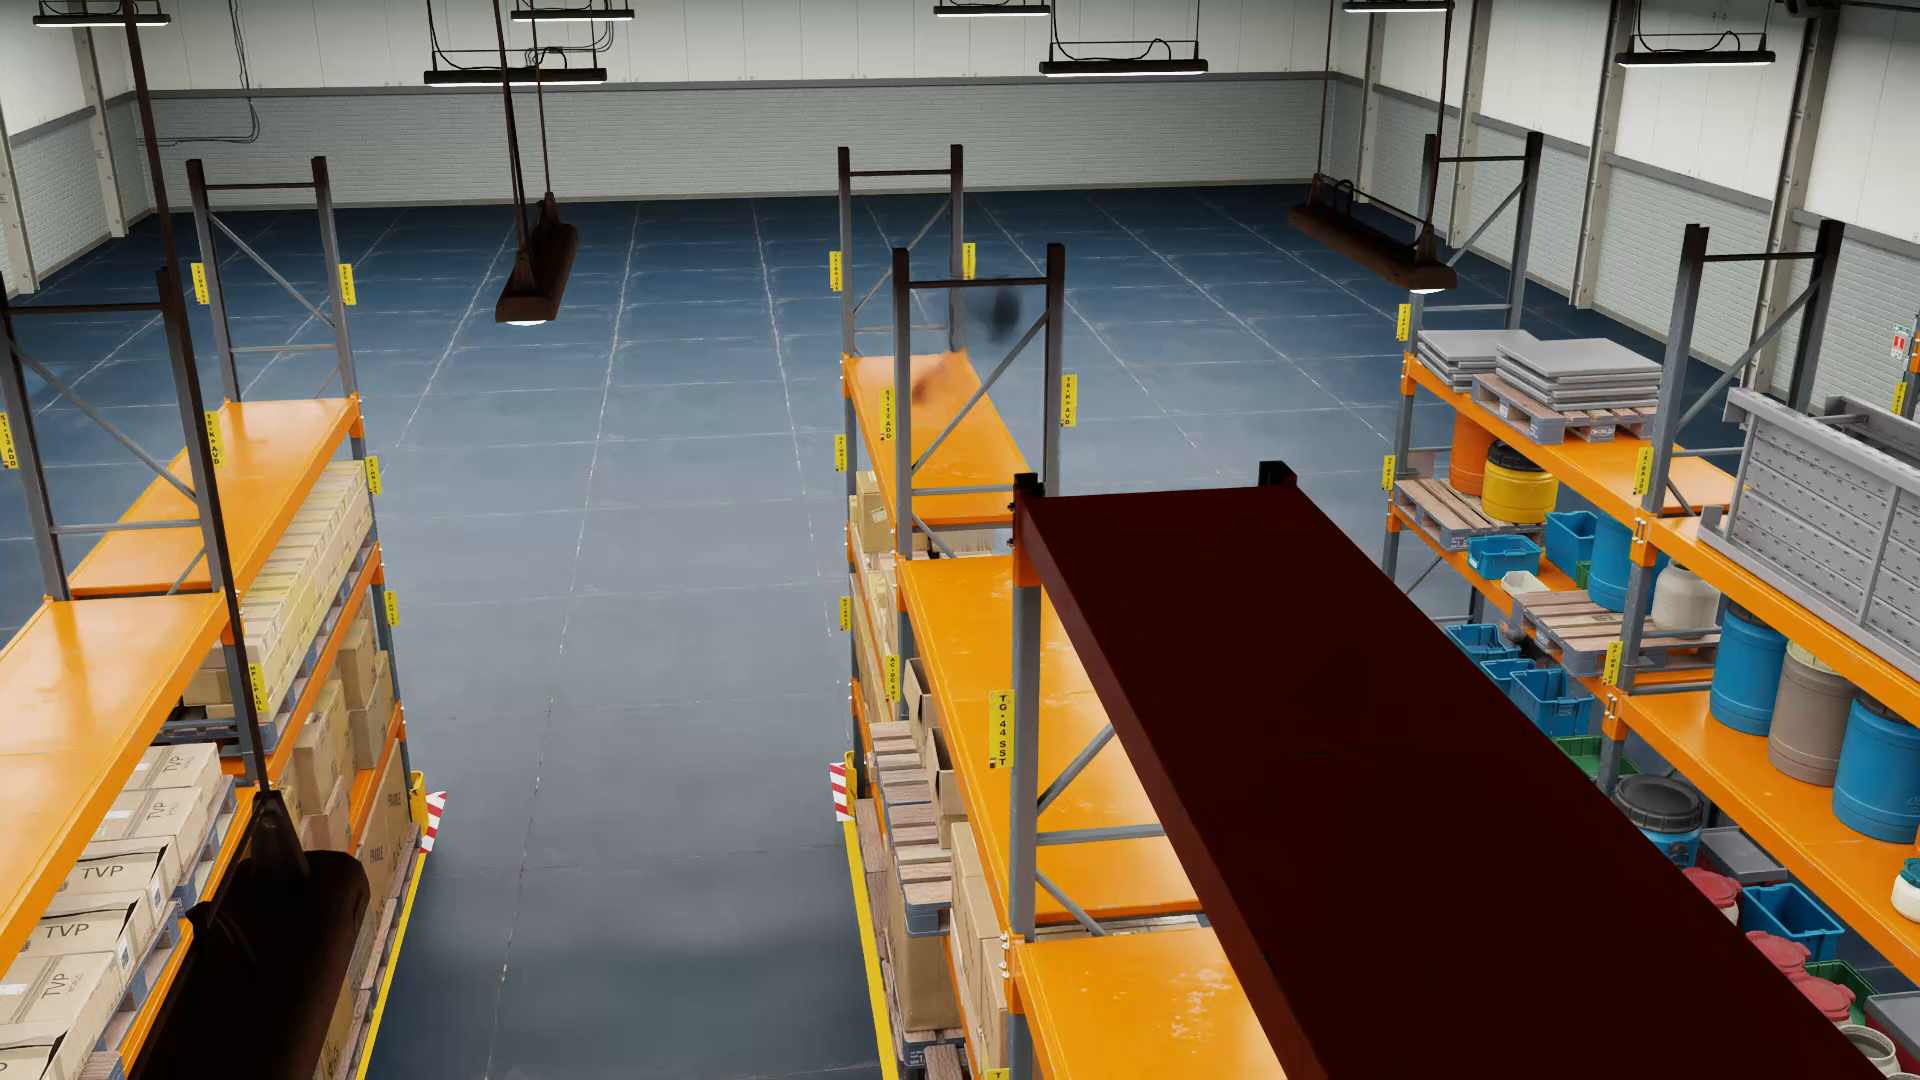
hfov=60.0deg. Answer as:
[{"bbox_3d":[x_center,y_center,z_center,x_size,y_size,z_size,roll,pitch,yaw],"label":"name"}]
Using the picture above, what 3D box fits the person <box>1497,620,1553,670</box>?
[{"bbox_3d":[5.629,1.186,16.355,0.638,1.771,0.783,-19,29,-40],"label":"person"}]
